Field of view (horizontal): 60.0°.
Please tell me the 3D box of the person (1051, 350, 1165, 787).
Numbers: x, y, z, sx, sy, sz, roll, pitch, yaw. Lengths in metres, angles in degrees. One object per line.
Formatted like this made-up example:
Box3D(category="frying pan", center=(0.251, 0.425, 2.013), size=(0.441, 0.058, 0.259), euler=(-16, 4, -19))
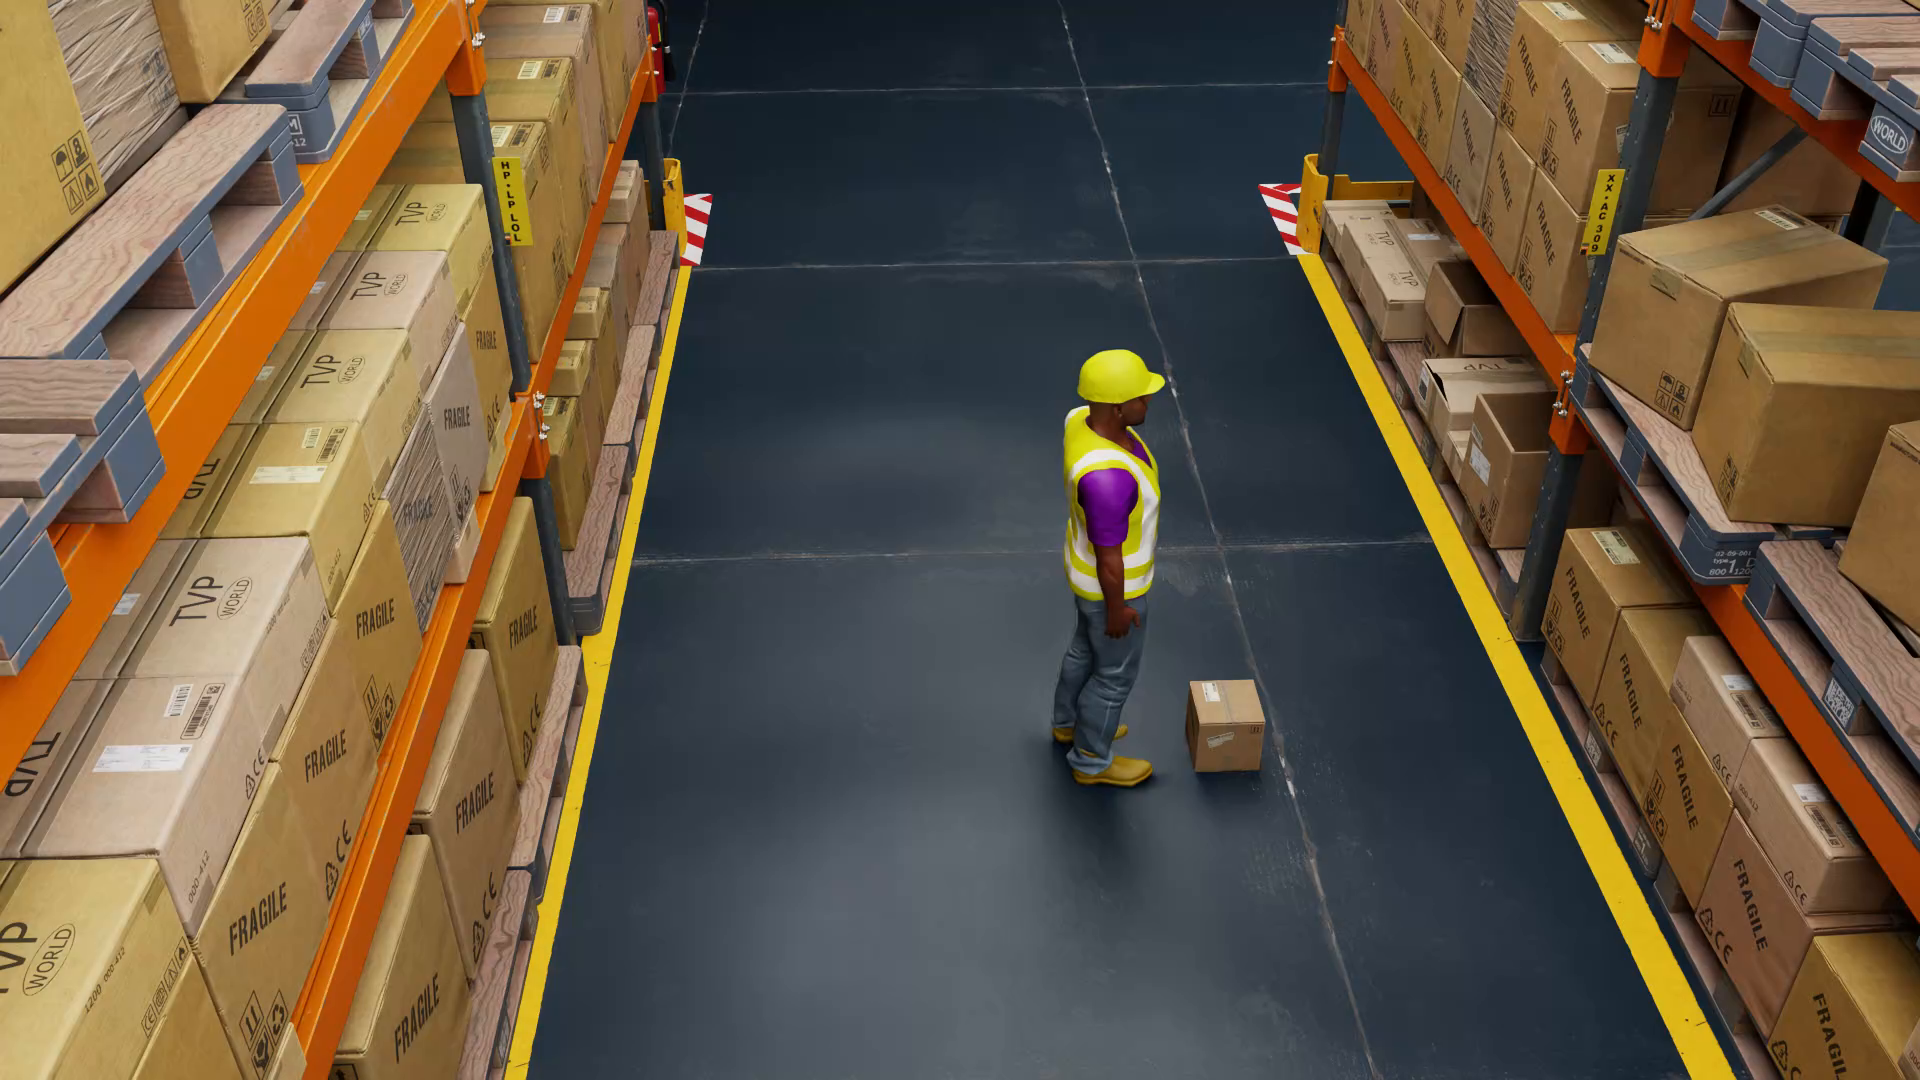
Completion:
Box3D(category="person", center=(0.545, 0.117, 5.979), size=(0.380, 1.783, 0.562), euler=(-1, 35, -1))
